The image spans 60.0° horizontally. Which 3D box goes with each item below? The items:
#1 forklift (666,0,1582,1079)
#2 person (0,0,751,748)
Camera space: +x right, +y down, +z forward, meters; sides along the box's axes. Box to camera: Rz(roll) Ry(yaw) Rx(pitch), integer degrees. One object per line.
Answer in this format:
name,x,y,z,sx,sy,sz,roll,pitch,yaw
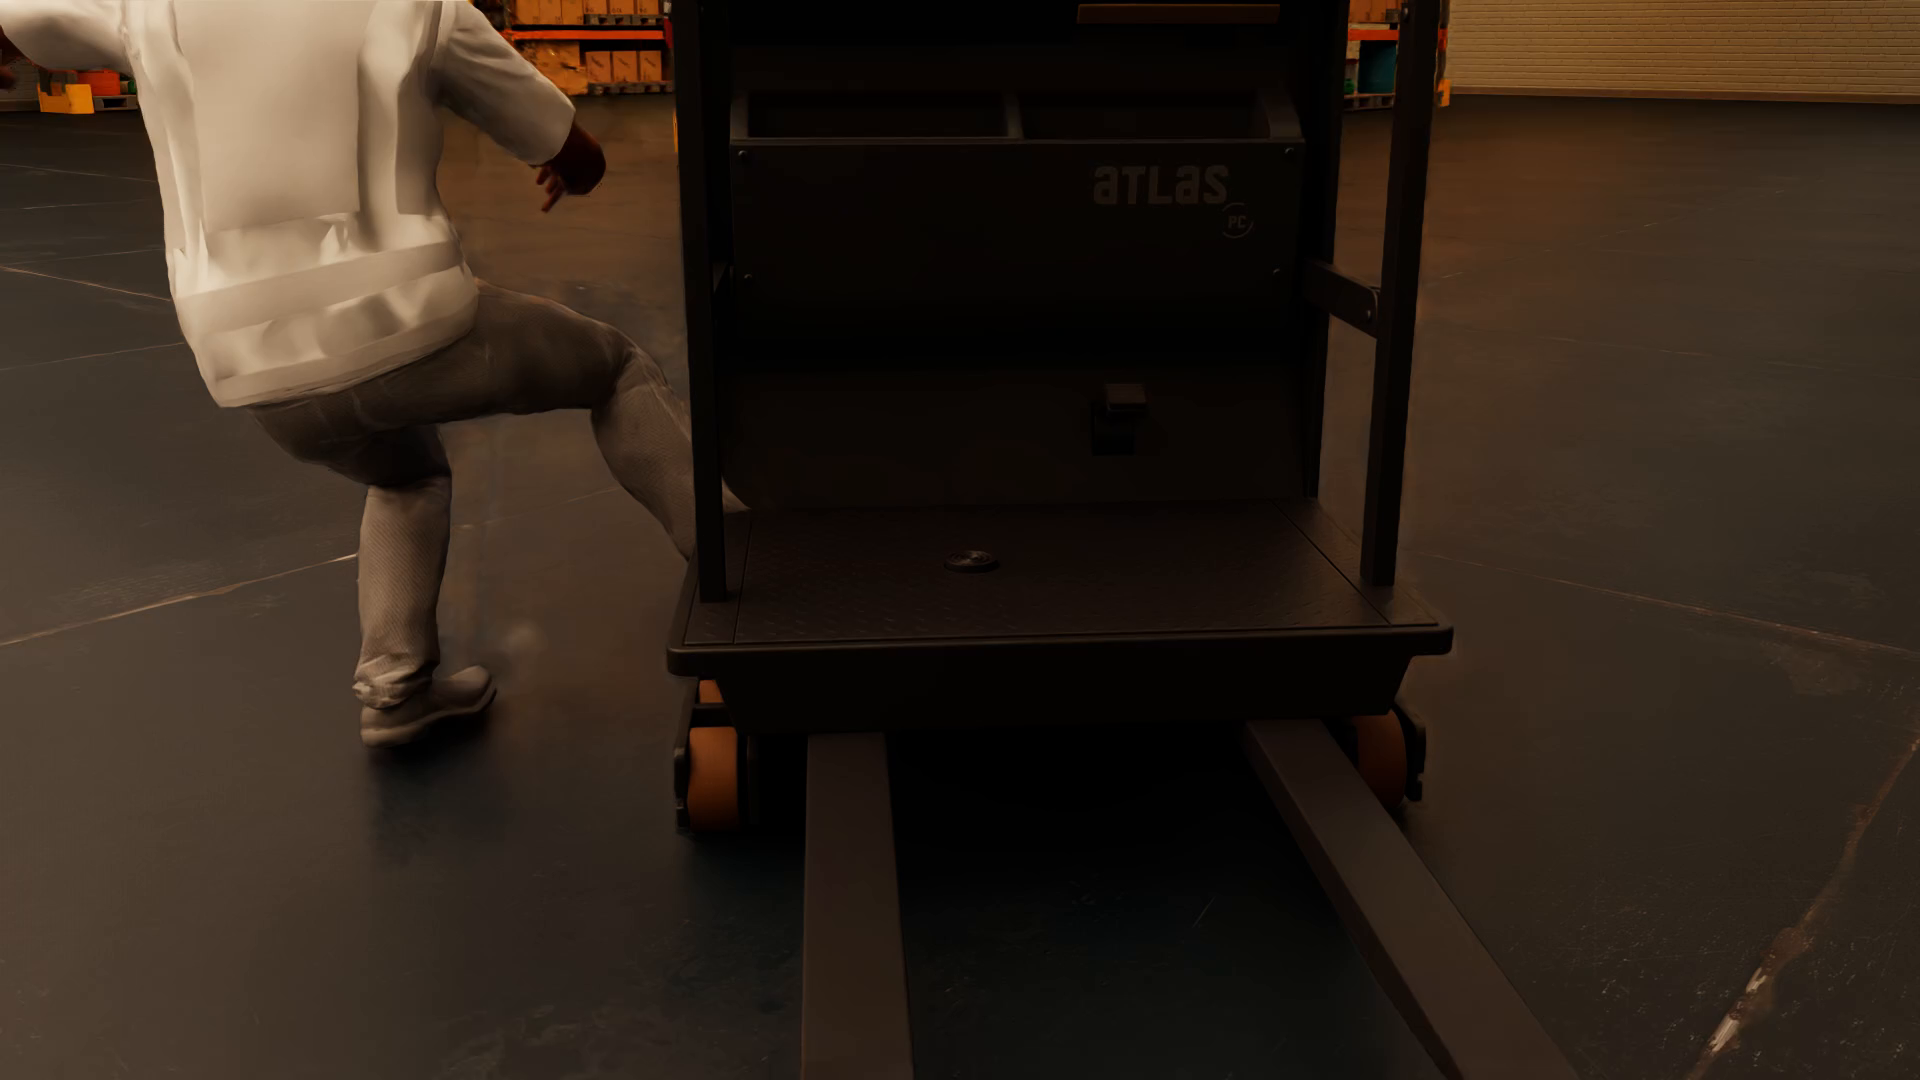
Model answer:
forklift,0.111,-1.061,2.393,1.130,2.935,3.031,-1,17,-4
person,-0.942,-0.416,2.755,1.583,1.483,0.797,-2,17,-6
